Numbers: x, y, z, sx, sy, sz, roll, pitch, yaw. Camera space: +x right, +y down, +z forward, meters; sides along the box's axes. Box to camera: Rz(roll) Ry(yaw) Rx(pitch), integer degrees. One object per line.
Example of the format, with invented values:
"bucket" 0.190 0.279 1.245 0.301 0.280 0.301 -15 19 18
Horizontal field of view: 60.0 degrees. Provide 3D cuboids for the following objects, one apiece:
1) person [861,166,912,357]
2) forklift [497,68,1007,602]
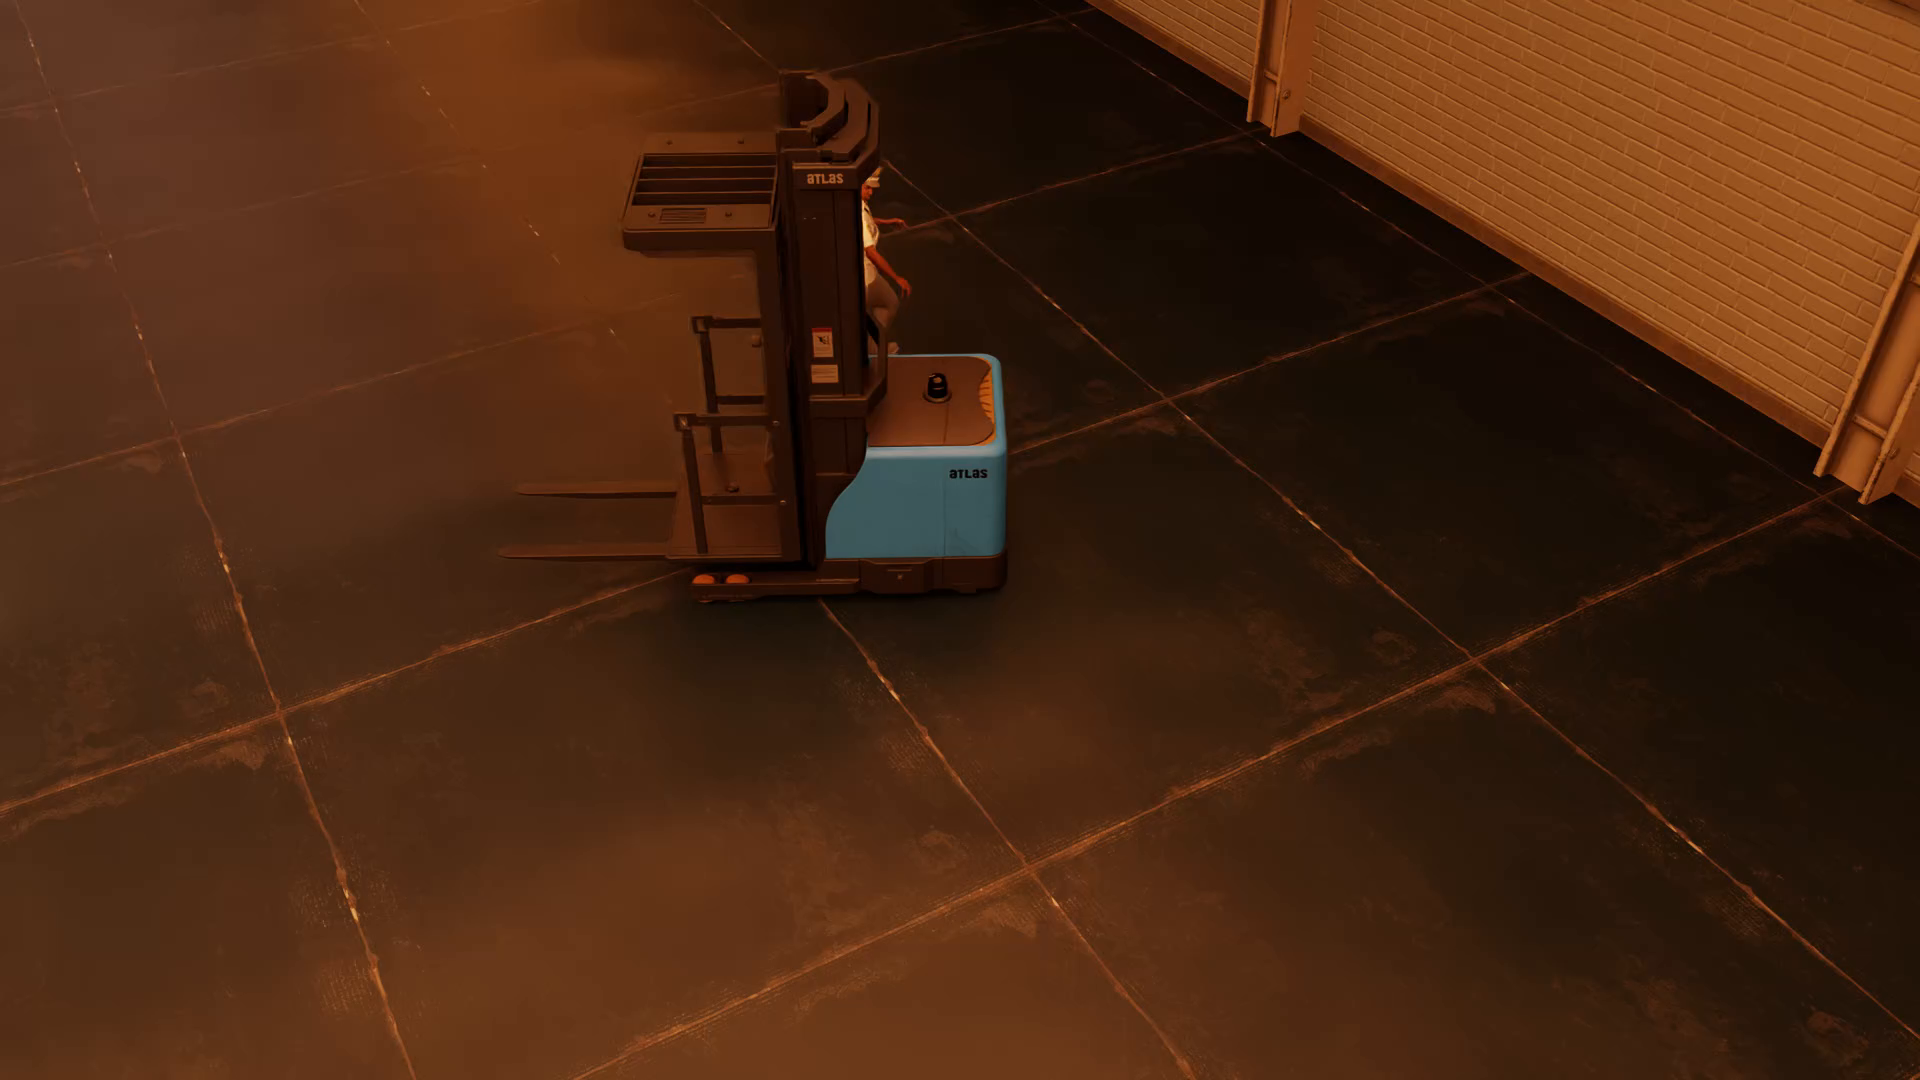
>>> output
"person" -0.573 -1.862 11.368 0.803 1.552 0.792 -28 47 -29
"forklift" -1.246 -1.101 9.363 3.031 2.935 1.130 -1 40 -1
